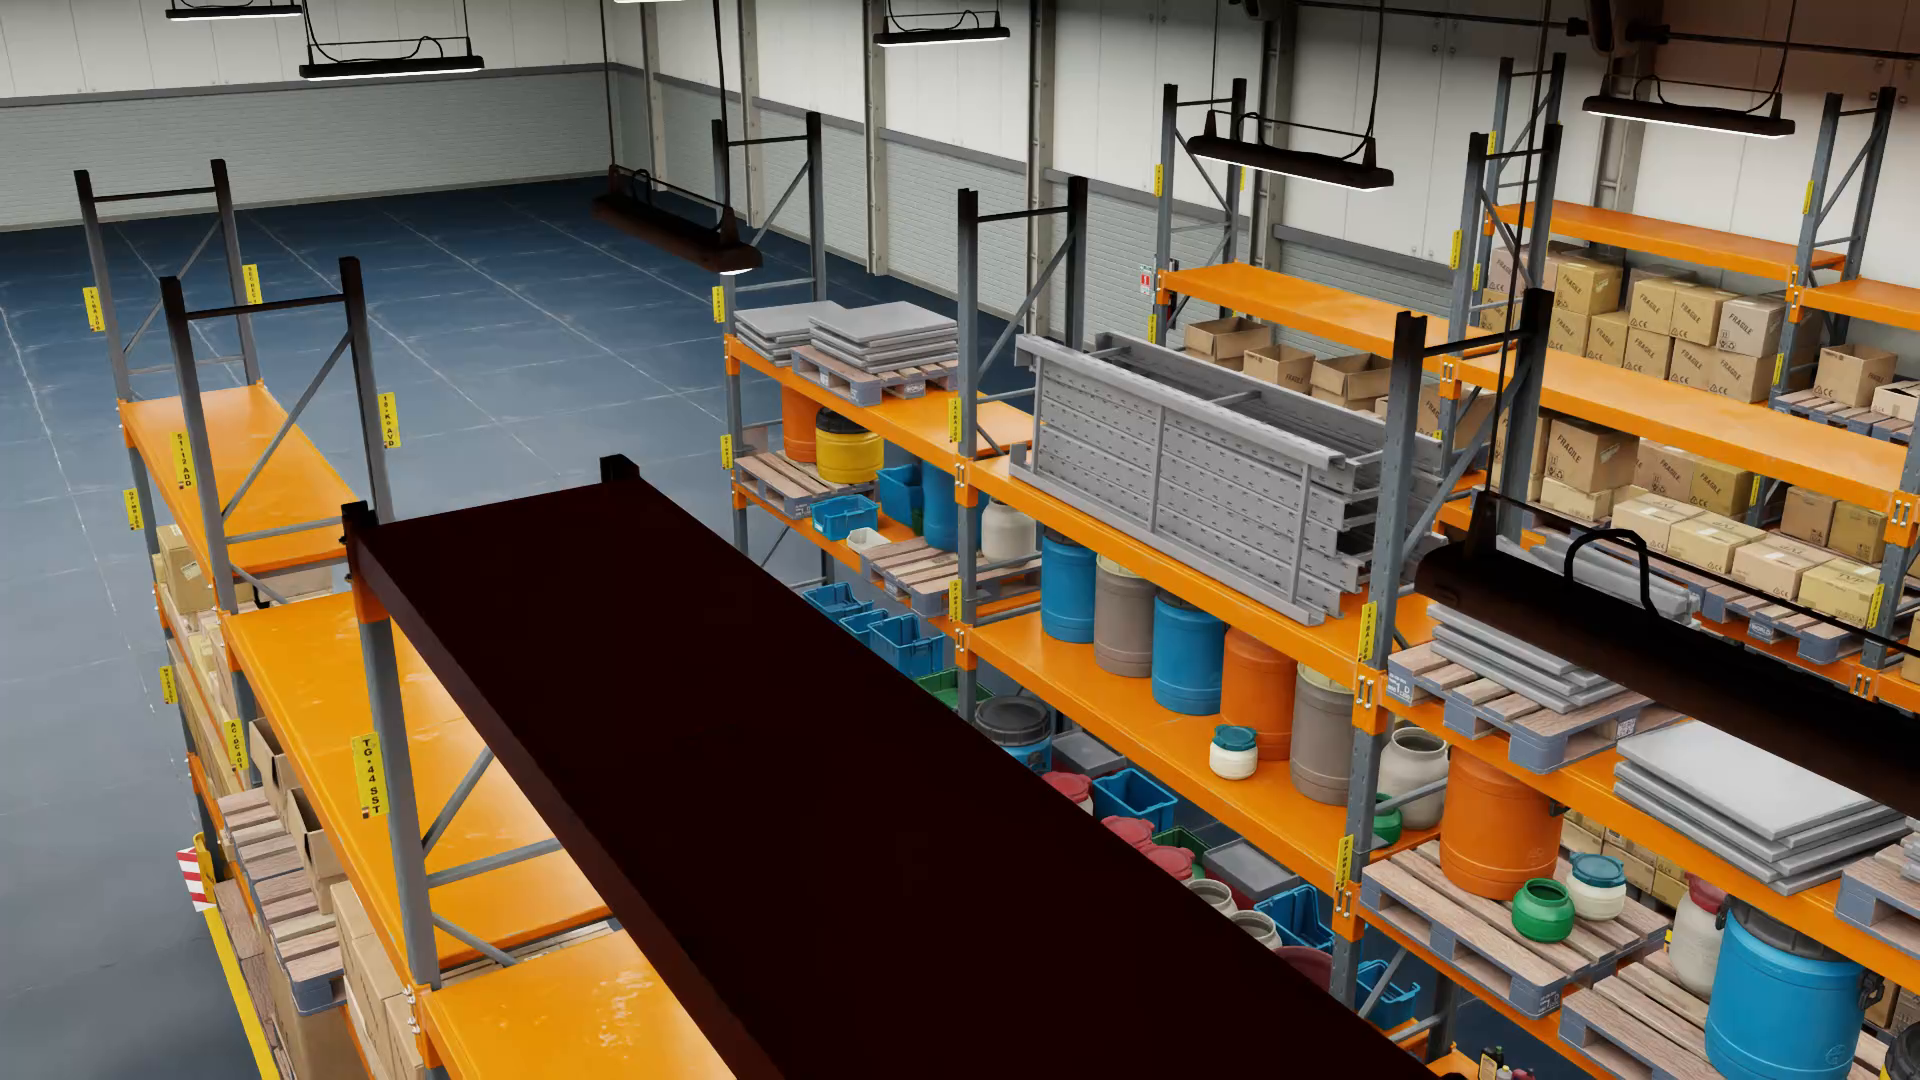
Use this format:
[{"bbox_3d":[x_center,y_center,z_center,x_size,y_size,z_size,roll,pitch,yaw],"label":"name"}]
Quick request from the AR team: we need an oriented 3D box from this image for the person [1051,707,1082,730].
[{"bbox_3d":[1.073,1.219,15.629,0.692,1.561,0.593,15,26,33],"label":"person"}]
